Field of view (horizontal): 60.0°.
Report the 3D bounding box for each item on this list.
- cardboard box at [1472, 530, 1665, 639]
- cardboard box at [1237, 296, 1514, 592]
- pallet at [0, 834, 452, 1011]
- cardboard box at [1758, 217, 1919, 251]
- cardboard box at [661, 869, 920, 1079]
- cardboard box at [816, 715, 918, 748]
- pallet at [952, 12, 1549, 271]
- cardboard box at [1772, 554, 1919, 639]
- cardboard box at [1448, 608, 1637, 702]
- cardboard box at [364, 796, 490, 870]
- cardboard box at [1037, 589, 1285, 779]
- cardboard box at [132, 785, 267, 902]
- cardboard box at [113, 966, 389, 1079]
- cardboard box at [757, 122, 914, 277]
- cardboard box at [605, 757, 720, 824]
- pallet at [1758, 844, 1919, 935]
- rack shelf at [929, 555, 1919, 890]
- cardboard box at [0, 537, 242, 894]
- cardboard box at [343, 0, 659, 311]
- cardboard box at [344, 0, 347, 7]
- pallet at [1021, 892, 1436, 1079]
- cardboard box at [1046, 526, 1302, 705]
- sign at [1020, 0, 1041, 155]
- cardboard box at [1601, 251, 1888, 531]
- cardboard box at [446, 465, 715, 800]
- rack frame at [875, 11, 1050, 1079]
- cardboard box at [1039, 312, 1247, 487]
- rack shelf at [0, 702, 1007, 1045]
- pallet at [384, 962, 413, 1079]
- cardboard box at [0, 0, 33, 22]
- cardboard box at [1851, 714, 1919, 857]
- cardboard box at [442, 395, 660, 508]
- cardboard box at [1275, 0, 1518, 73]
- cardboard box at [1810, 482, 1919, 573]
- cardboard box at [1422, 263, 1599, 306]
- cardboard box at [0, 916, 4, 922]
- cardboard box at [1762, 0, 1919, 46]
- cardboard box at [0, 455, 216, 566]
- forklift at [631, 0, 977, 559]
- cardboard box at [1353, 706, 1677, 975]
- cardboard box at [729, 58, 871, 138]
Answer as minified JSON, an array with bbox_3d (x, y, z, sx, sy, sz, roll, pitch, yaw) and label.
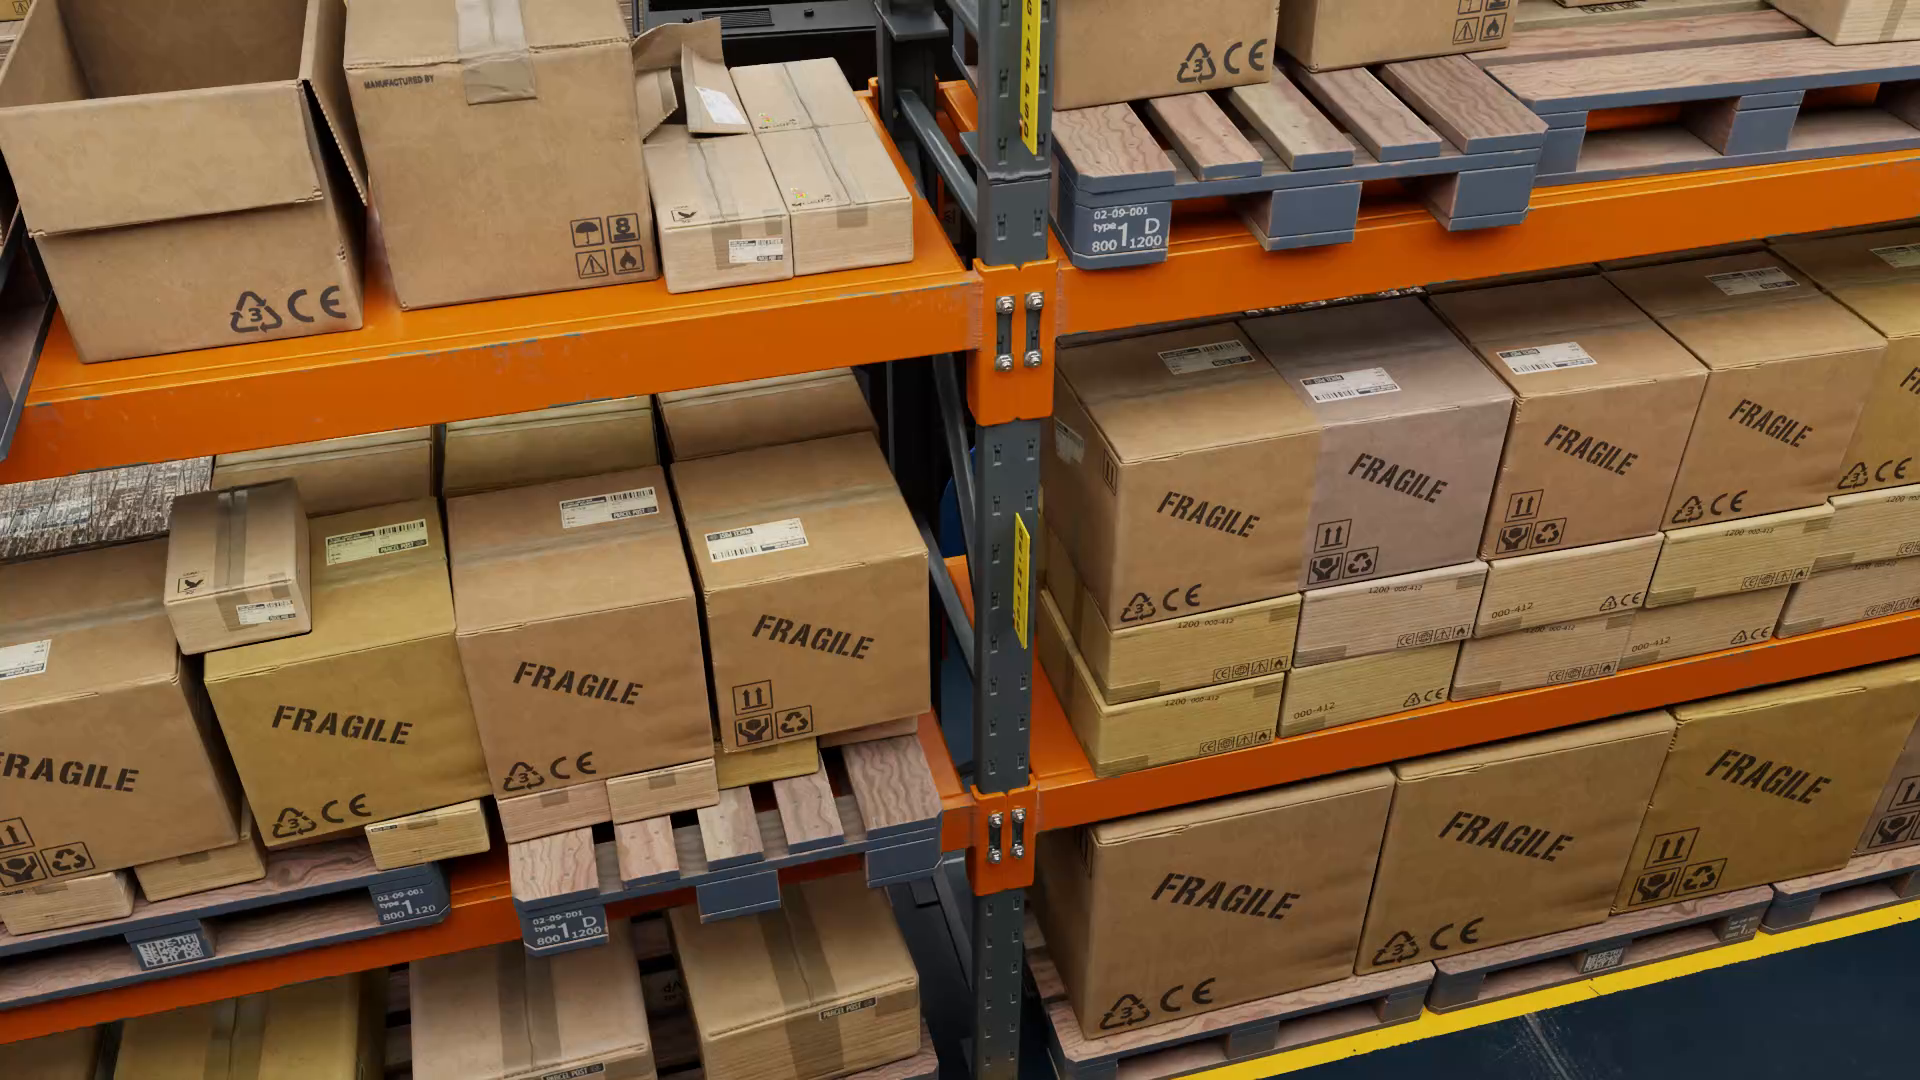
[{"bbox_3d":[1.524,-0.021,4.521,0.500,0.250,0.500,-9,38,-12],"label":"cardboard box"},{"bbox_3d":[1.003,-0.250,4.203,0.500,0.500,0.500,-9,38,-12],"label":"cardboard box"},{"bbox_3d":[-1.914,0.620,4.129,1.213,0.211,1.003,-9,38,-12],"label":"pallet"},{"bbox_3d":[2.380,-0.789,4.907,0.500,0.500,0.500,-10,39,-13],"label":"cardboard box"},{"bbox_3d":[-0.561,1.167,5.073,0.625,0.372,0.950,-12,39,-15],"label":"cardboard box"},{"bbox_3d":[-0.268,0.329,4.212,0.250,0.149,0.380,-8,38,-10],"label":"cardboard box"},{"bbox_3d":[0.595,-1.044,3.832,1.003,0.211,1.213,-8,38,-10],"label":"pallet"},{"bbox_3d":[2.497,0.000,4.905,0.500,0.250,0.500,-10,39,-13],"label":"cardboard box"},{"bbox_3d":[1.524,0.164,4.690,0.500,0.250,0.500,-8,38,-10],"label":"cardboard box"},{"bbox_3d":[-1.247,0.567,3.901,0.250,0.149,0.380,-9,38,-11],"label":"cardboard box"},{"bbox_3d":[0.525,0.336,4.466,0.500,0.250,0.500,-10,39,-13],"label":"cardboard box"},{"bbox_3d":[-1.743,0.621,3.831,0.250,0.149,0.380,-10,39,-13],"label":"cardboard box"},{"bbox_3d":[-2.005,1.405,4.762,0.625,0.372,0.950,-8,38,-10],"label":"cardboard box"},{"bbox_3d":[-0.262,-0.713,3.451,0.250,0.149,0.380,-9,38,-12],"label":"cardboard box"},{"bbox_3d":[-0.740,0.480,4.015,0.250,0.149,0.380,-10,38,-12],"label":"cardboard box"},{"bbox_3d":[3.123,0.846,5.970,1.213,0.211,1.003,-9,38,-12],"label":"pallet"},{"bbox_3d":[1.918,0.175,5.145,4.000,0.370,1.077,-9,38,-12],"label":"rack shelf"},{"bbox_3d":[-1.890,0.371,3.623,0.500,0.500,0.500,-11,39,-14],"label":"cardboard box"},{"bbox_3d":[-0.931,-0.881,3.382,0.500,0.500,0.700,-9,38,-12],"label":"cardboard box"},{"bbox_3d":[-2.731,-2.335,7.751,0.500,0.500,0.500,-10,39,-13],"label":"cardboard box"},{"bbox_3d":[0.768,1.233,5.465,1.213,0.211,1.003,-9,38,-12],"label":"pallet"},{"bbox_3d":[0.540,0.132,4.321,0.500,0.250,0.500,-10,38,-12],"label":"cardboard box"},{"bbox_3d":[0.126,-0.872,3.027,0.005,0.325,0.100,-9,38,-12],"label":"sign"},{"bbox_3d":[1.995,-0.401,4.400,0.500,0.500,0.500,-9,38,-11],"label":"cardboard box"},{"bbox_3d":[-0.876,0.205,3.841,0.500,0.500,0.500,-10,39,-13],"label":"cardboard box"},{"bbox_3d":[-0.013,0.206,4.512,0.127,3.000,1.000,-9,38,-12],"label":"rack frame"},{"bbox_3d":[0.418,-0.466,4.485,0.500,0.500,0.500,-10,39,-13],"label":"cardboard box"},{"bbox_3d":[-1.944,0.809,4.316,4.000,0.370,1.077,-9,38,-12],"label":"rack shelf"},{"bbox_3d":[-1.943,1.628,4.949,1.213,0.211,1.003,-9,38,-12],"label":"pallet"},{"bbox_3d":[-4.289,-2.650,7.340,0.500,0.500,0.700,-10,39,-13],"label":"cardboard box"},{"bbox_3d":[3.271,0.395,5.668,0.875,0.875,0.875,-8,38,-11],"label":"cardboard box"},{"bbox_3d":[-1.009,-0.096,4.235,0.500,0.500,0.500,-7,38,-10],"label":"cardboard box"},{"bbox_3d":[0.893,-1.460,3.793,0.500,0.500,0.700,-11,39,-14],"label":"cardboard box"},{"bbox_3d":[2.507,-0.185,4.735,0.500,0.250,0.500,-8,38,-11],"label":"cardboard box"},{"bbox_3d":[1.392,-0.627,4.696,0.500,0.500,0.500,-9,38,-12],"label":"cardboard box"},{"bbox_3d":[-2.263,0.692,3.738,0.250,0.149,0.380,-9,38,-12],"label":"cardboard box"},{"bbox_3d":[2.062,-1.306,3.866,0.250,0.166,0.380,-6,38,-8],"label":"cardboard box"},{"bbox_3d":[-2.005,0.066,4.022,0.500,0.500,0.500,-11,39,-14],"label":"cardboard box"},{"bbox_3d":[-0.618,-1.101,6.277,3.031,2.935,1.130,-6,38,-8],"label":"forklift"},{"bbox_3d":[1.538,0.684,5.291,0.875,0.875,0.875,-9,38,-11],"label":"cardboard box"},{"bbox_3d":[-0.362,-0.935,3.742,0.250,0.149,0.380,-9,38,-12],"label":"cardboard box"}]
